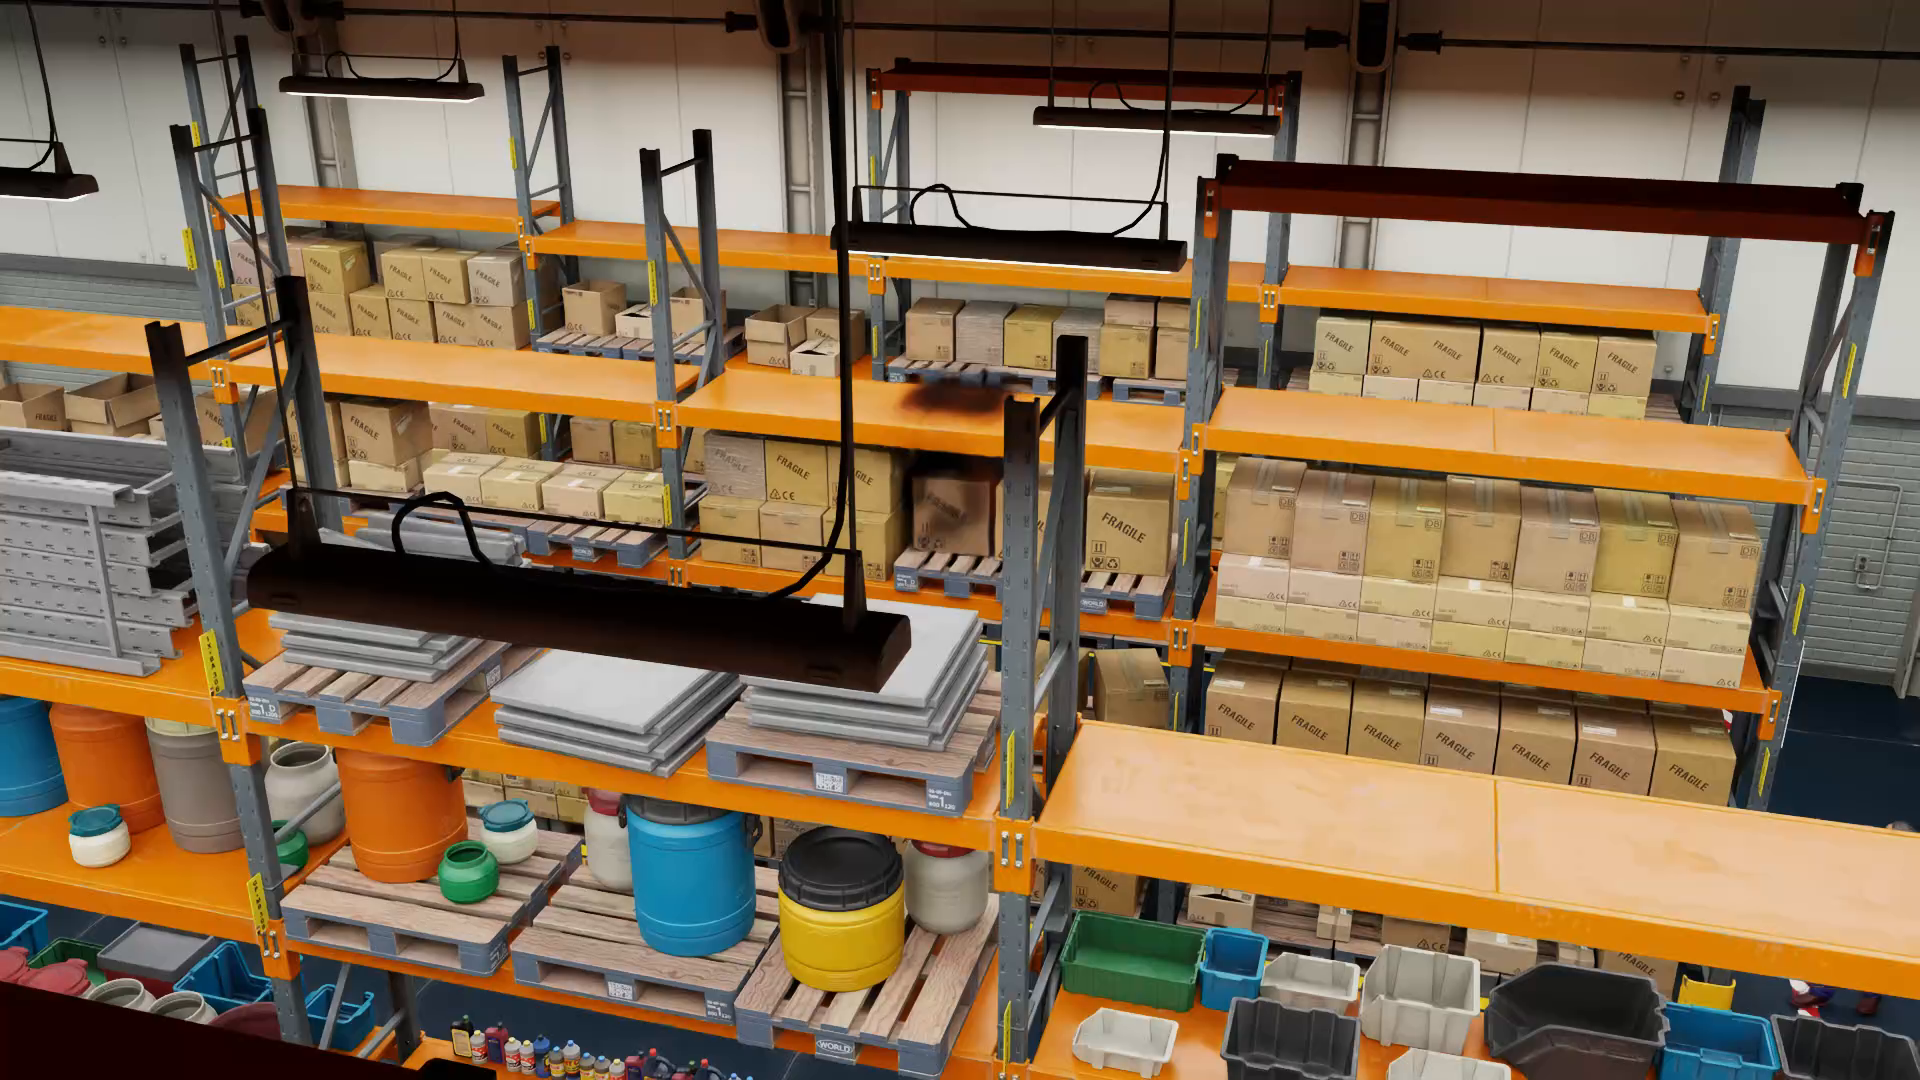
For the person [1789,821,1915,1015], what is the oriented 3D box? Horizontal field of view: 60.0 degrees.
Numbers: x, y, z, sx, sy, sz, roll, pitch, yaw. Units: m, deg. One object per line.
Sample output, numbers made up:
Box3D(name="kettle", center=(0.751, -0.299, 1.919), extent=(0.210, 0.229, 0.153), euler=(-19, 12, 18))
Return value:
Box3D(name="person", center=(6.569, 2.745, 12.045), extent=(0.682, 1.626, 0.473), euler=(-9, 24, -21))
